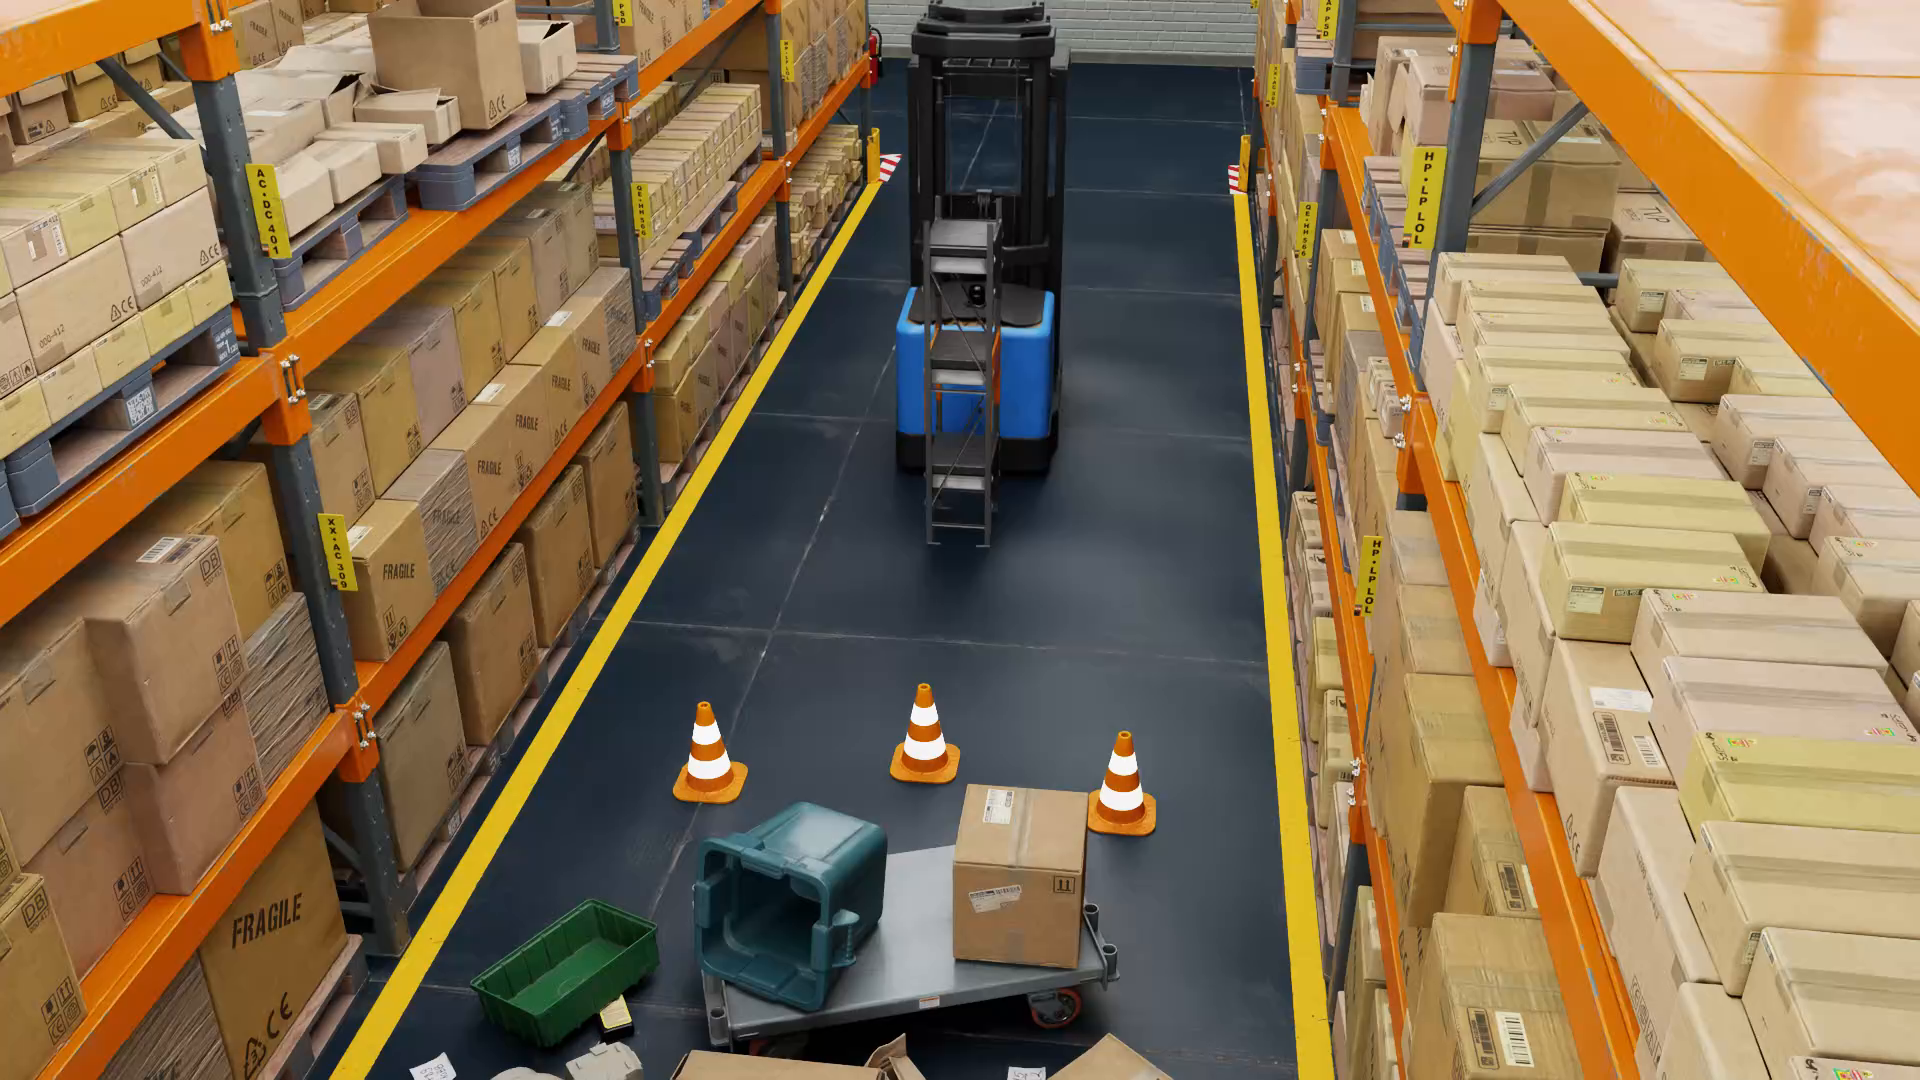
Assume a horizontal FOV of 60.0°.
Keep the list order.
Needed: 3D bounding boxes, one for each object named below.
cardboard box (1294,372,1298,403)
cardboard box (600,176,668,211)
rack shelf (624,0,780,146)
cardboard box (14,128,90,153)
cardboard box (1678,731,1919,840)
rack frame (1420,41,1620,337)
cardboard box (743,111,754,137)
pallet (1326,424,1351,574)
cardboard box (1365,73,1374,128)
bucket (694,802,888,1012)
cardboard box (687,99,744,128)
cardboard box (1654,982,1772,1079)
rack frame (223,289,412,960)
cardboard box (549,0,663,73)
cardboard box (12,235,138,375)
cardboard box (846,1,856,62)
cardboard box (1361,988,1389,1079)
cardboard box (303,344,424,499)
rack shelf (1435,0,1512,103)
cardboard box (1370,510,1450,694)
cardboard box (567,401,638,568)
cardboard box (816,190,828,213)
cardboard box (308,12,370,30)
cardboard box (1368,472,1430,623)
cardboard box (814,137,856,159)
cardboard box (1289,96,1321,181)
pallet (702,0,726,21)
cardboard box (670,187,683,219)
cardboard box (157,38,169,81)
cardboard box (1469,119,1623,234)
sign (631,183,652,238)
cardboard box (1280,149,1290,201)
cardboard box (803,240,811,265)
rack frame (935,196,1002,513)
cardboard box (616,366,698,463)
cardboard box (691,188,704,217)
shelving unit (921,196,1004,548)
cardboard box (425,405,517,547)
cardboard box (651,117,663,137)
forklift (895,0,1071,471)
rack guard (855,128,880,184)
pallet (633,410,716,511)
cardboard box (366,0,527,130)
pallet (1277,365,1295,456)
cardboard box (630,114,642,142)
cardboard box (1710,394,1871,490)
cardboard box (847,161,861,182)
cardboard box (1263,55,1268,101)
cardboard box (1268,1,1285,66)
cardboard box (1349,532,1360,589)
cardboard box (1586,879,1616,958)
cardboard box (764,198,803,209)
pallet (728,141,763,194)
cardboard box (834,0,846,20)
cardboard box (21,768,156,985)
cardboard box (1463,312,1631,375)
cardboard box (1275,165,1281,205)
[{"bbox_3d":[2.790,-1.199,11.403,0.875,0.875,0.875,4,29,7],"label":"cardboard box"},{"bbox_3d":[-2.102,-2.234,10.722,0.380,0.149,0.250,3,28,6],"label":"cardboard box"},{"bbox_3d":[-2.171,-3.395,11.278,1.077,0.370,4.000,3,28,6],"label":"rack shelf"},{"bbox_3d":[-6.813,-2.762,12.402,0.500,0.500,0.500,3,29,6],"label":"cardboard box"},{"bbox_3d":[1.443,0.462,2.784,0.380,0.149,0.250,4,29,7],"label":"cardboard box"},{"bbox_3d":[2.019,-1.968,4.708,1.000,3.000,0.127,3,28,6],"label":"rack frame"},{"bbox_3d":[-1.810,-3.215,12.856,0.380,0.149,0.250,4,29,7],"label":"cardboard box"},{"bbox_3d":[2.307,-0.191,7.937,1.003,0.211,1.213,3,28,6],"label":"pallet"},{"bbox_3d":[2.271,-2.213,8.466,0.396,0.266,0.258,3,28,6],"label":"cardboard box"},{"bbox_3d":[-0.634,1.403,6.625,0.726,0.611,0.620,14,21,24],"label":"bucket"},{"bbox_3d":[-1.847,-3.221,12.553,0.380,0.149,0.250,2,28,5],"label":"cardboard box"},{"bbox_3d":[1.324,0.914,2.365,0.500,0.250,0.500,3,28,6],"label":"cardboard box"},{"bbox_3d":[-2.906,0.433,6.576,1.000,3.000,0.127,3,28,6],"label":"rack frame"},{"bbox_3d":[-2.082,-3.068,9.806,0.500,0.500,0.500,3,28,6],"label":"cardboard box"},{"bbox_3d":[-2.774,-0.697,4.807,0.500,0.250,0.500,3,28,6],"label":"cardboard box"},{"bbox_3d":[-1.303,-4.922,16.097,0.500,0.500,0.500,3,28,5],"label":"cardboard box"},{"bbox_3d":[1.625,1.883,5.550,0.500,0.500,0.500,4,29,8],"label":"cardboard box"},{"bbox_3d":[-2.790,-0.528,7.200,0.700,0.500,0.500,3,28,5],"label":"cardboard box"},{"bbox_3d":[2.264,-2.417,6.721,1.077,0.370,4.000,3,28,6],"label":"rack shelf"},{"bbox_3d":[1.750,0.252,5.438,0.700,0.500,0.500,3,28,6],"label":"cardboard box"},{"bbox_3d":[-2.580,-0.363,9.983,1.050,0.750,0.750,3,28,6],"label":"cardboard box"},{"bbox_3d":[-1.441,-3.157,15.489,0.380,0.149,0.250,3,28,6],"label":"cardboard box"},{"bbox_3d":[-6.205,-5.134,16.754,0.500,0.250,0.500,3,28,5],"label":"cardboard box"},{"bbox_3d":[1.848,0.082,6.365,0.500,0.500,0.500,3,28,5],"label":"cardboard box"},{"bbox_3d":[-1.242,-3.899,16.553,0.380,0.149,0.250,3,28,5],"label":"cardboard box"},{"bbox_3d":[2.504,-2.666,11.168,0.500,0.500,0.500,3,28,5],"label":"cardboard box"},{"bbox_3d":[-2.231,-3.798,11.465,1.213,0.211,1.003,3,28,6],"label":"pallet"},{"bbox_3d":[-2.066,-2.244,11.053,0.380,0.149,0.250,3,29,6],"label":"cardboard box"},{"bbox_3d":[-7.045,-4.296,14.407,0.500,0.500,0.500,4,29,8],"label":"cardboard box"},{"bbox_3d":[1.964,-1.267,5.757,0.500,0.250,0.500,4,29,7],"label":"cardboard box"},{"bbox_3d":[-1.865,-1.929,9.740,0.100,0.325,0.005,3,28,6],"label":"sign"},{"bbox_3d":[2.541,-2.573,11.787,0.500,0.250,0.500,4,29,7],"label":"cardboard box"},{"bbox_3d":[-1.530,-2.541,14.659,0.380,0.149,0.250,4,29,8],"label":"cardboard box"},{"bbox_3d":[0.050,-1.117,10.402,0.400,2.100,0.015,3,28,6],"label":"rack frame"},{"bbox_3d":[-2.076,-0.853,11.155,0.500,0.500,0.500,2,28,4],"label":"cardboard box"},{"bbox_3d":[-2.000,-2.348,11.559,0.380,0.149,0.250,4,29,7],"label":"cardboard box"},{"bbox_3d":[0.020,-1.002,10.189,0.431,2.100,0.503,3,28,6],"label":"shelving unit"},{"bbox_3d":[-2.449,-0.316,7.861,0.500,0.500,0.500,3,28,6],"label":"cardboard box"},{"bbox_3d":[-2.491,-3.136,12.709,0.380,0.149,0.250,4,29,7],"label":"cardboard box"},{"bbox_3d":[0.208,-2.423,11.949,1.130,2.935,3.031,2,28,4],"label":"forklift"},{"bbox_3d":[-1.445,-4.080,17.588,1.175,0.500,0.348,3,28,6],"label":"rack guard"},{"bbox_3d":[-2.319,-0.590,11.415,1.003,0.211,1.213,3,28,6],"label":"pallet"},{"bbox_3d":[-2.351,-2.209,7.664,0.500,0.500,0.500,3,28,6],"label":"cardboard box"},{"bbox_3d":[2.833,-0.922,12.031,1.003,0.211,1.213,3,28,6],"label":"pallet"},{"bbox_3d":[-2.556,-3.021,12.181,0.380,0.149,0.250,3,28,6],"label":"cardboard box"},{"bbox_3d":[2.085,-0.235,4.077,0.380,0.149,0.250,3,28,5],"label":"cardboard box"},{"bbox_3d":[-1.224,-3.759,16.920,0.380,0.149,0.250,4,29,8],"label":"cardboard box"},{"bbox_3d":[2.986,-4.096,14.876,0.500,0.500,0.500,4,29,8],"label":"cardboard box"},{"bbox_3d":[2.906,-4.294,14.190,0.500,0.500,0.500,4,29,7],"label":"cardboard box"},{"bbox_3d":[1.854,0.094,7.028,0.380,0.149,0.250,3,28,5],"label":"cardboard box"},{"bbox_3d":[1.440,0.684,3.212,0.380,0.149,0.250,3,28,6],"label":"cardboard box"},{"bbox_3d":[-1.603,-2.923,14.741,0.380,0.149,0.250,3,28,5],"label":"cardboard box"},{"bbox_3d":[-2.164,-2.897,12.960,1.003,0.211,1.213,3,28,6],"label":"pallet"},{"bbox_3d":[-1.362,-5.117,15.405,0.500,0.500,0.500,5,29,9],"label":"cardboard box"},{"bbox_3d":[-3.167,1.049,5.275,0.875,0.550,0.550,3,28,6],"label":"cardboard box"},{"bbox_3d":[1.612,-0.511,4.590,0.380,0.149,0.250,2,28,5],"label":"cardboard box"},{"bbox_3d":[2.622,-2.591,12.348,0.500,0.250,0.500,3,28,5],"label":"cardboard box"}]
